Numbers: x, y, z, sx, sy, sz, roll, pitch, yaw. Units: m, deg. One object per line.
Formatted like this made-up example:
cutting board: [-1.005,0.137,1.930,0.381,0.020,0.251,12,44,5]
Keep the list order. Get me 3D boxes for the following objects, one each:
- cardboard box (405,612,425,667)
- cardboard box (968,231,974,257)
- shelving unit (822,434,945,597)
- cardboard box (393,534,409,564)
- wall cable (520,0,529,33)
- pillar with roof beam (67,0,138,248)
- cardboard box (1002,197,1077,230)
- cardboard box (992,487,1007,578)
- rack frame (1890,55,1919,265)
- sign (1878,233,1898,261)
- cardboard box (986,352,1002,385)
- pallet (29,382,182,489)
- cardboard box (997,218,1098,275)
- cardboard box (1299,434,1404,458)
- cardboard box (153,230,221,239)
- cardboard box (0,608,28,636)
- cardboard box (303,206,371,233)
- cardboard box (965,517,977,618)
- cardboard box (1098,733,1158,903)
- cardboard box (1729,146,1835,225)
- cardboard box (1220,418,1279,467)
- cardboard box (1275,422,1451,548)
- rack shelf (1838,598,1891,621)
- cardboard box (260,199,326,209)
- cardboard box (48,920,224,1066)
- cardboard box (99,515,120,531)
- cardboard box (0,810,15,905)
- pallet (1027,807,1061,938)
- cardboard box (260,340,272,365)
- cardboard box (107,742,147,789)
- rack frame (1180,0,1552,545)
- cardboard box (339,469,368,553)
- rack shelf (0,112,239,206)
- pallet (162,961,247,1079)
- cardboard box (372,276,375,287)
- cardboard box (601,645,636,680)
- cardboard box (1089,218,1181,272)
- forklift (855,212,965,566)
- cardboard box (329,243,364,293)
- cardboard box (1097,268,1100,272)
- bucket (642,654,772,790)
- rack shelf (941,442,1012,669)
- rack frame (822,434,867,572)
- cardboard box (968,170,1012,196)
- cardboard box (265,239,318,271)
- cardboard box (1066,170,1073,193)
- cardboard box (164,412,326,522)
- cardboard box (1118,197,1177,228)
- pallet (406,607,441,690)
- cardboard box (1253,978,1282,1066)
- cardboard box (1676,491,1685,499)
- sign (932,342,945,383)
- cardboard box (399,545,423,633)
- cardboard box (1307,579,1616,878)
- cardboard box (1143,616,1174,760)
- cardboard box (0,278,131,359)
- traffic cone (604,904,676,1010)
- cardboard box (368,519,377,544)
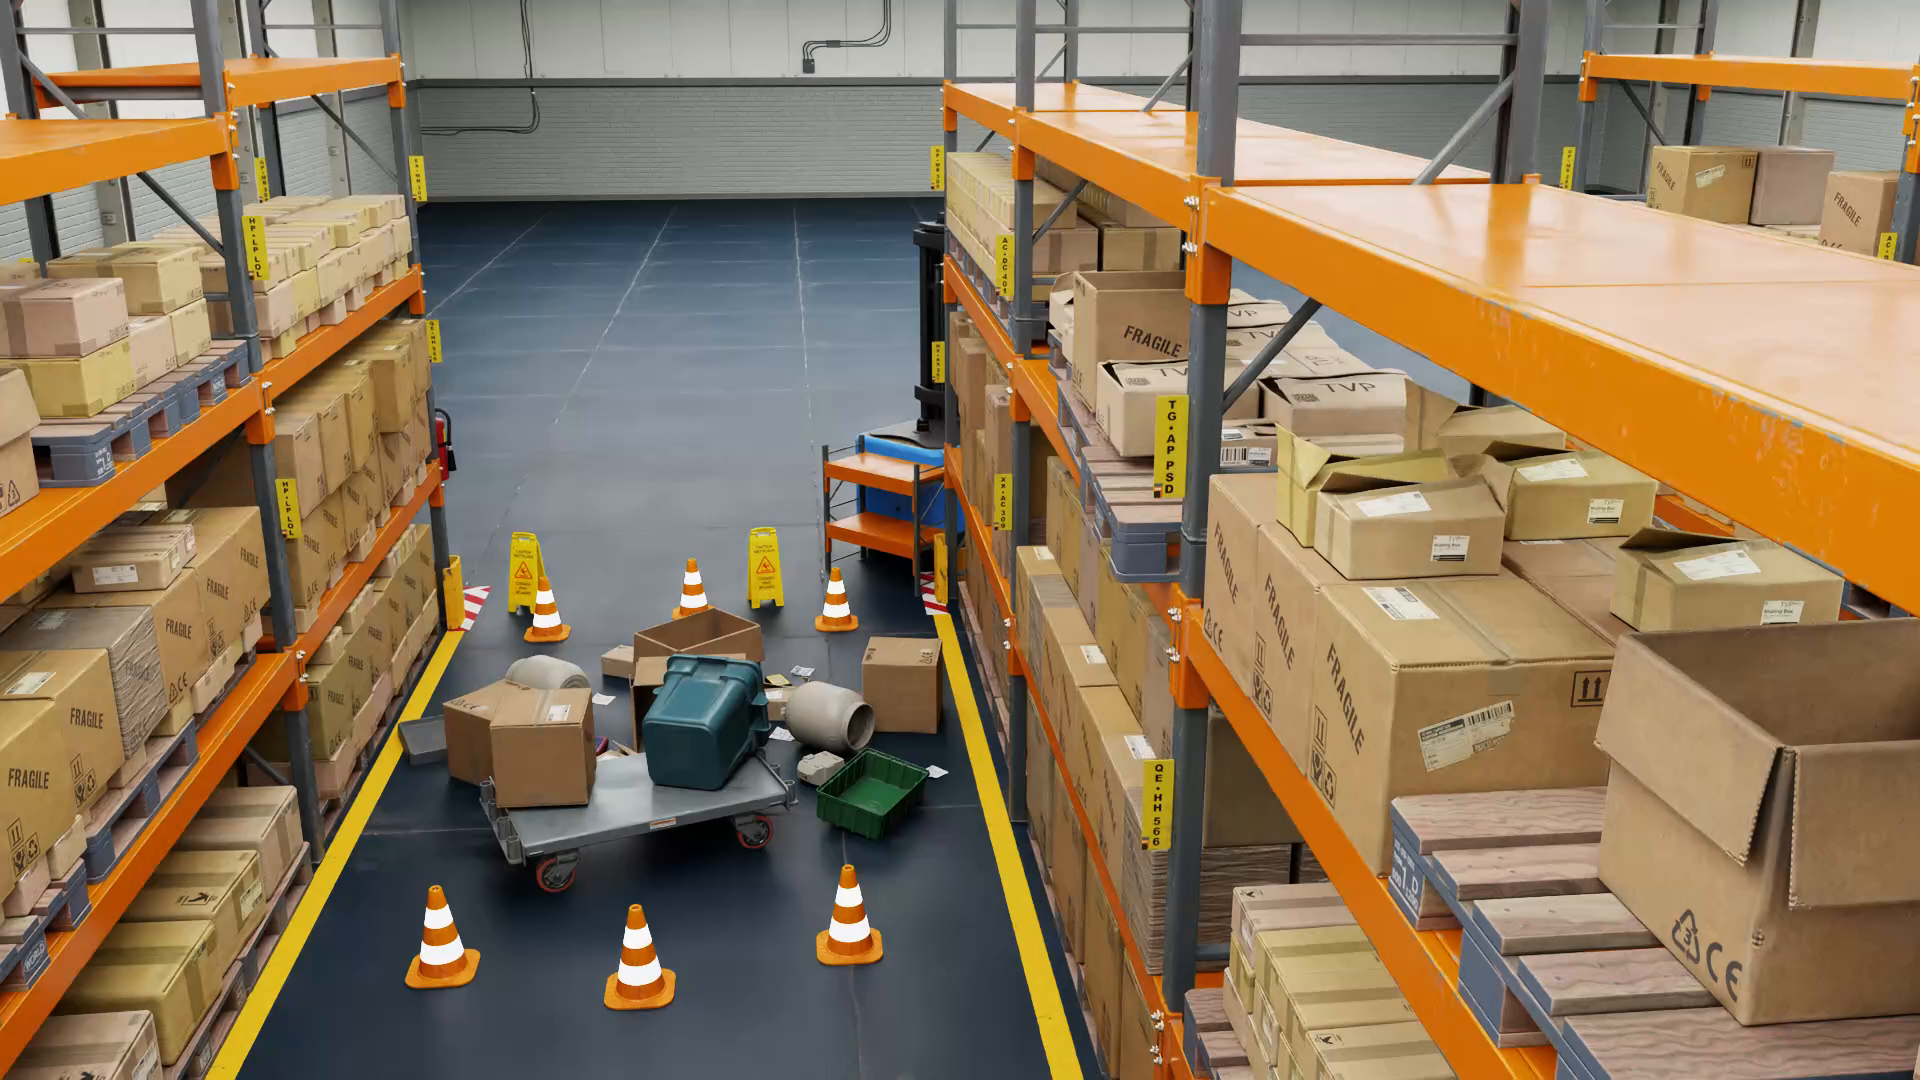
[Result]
cardboard box: [-4.135,0.711,11.866,0.500,0.250,0.500,-2,18,-5]
cardboard box: [0.255,-1.966,11.047,0.380,0.149,0.250,-2,18,-5]
shelving unit: [-0.601,-0.223,14.083,1.048,1.125,0.538,14,22,37]
cardboard box: [-4.062,0.070,11.574,0.380,0.149,0.250,-1,17,-5]
wall cable: [-9.685,-14.128,41.981,3.097,2.526,0.112,-2,18,-6]
pillar with roof beam: [-7.249,-6.968,22.422,9.100,9.000,0.400,-2,18,-6]
cardboard box: [0.439,-1.818,9.244,0.380,0.149,0.250,-2,18,-6]
cardboard box: [0.665,-0.123,10.383,0.875,0.550,0.550,-2,18,-6]
rack frame: [5.738,-2.764,9.031,1.000,3.000,0.127,-2,18,-6]
sign: [5.199,-1.560,9.342,0.100,0.325,0.005,-2,18,-6]
cardboard box: [0.637,-0.959,11.245,0.875,0.550,0.500,-2,18,-6]
pallet: [-4.051,-0.441,6.953,1.213,0.211,1.003,-2,18,-6]
cardboard box: [0.488,-1.667,9.430,0.500,0.250,0.500,-2,18,-6]
cardboard box: [1.331,-0.251,5.584,0.380,0.149,0.250,-2,18,-8]
cardboard box: [-4.570,-1.759,9.927,0.380,0.149,0.250,-2,17,-5]
cardboard box: [-4.203,0.613,6.926,0.500,0.500,0.500,-2,18,-8]
cardboard box: [-4.195,-2.157,11.192,0.380,0.149,0.250,-2,18,-5]
cardboard box: [0.517,0.043,12.951,0.875,0.875,0.875,-2,18,-5]
cardboard box: [0.843,1.091,6.600,0.500,0.500,0.500,-2,18,-6]
cardboard box: [5.737,-2.499,11.695,0.500,0.500,0.500,-2,18,-6]
cardboard box: [0.926,-0.326,5.795,0.380,0.166,0.250,-2,18,-6]
cardboard box: [1.027,-0.148,4.262,0.396,0.266,0.258,-2,18,-6]
rack shelf: [5.944,1.037,8.139,1.077,0.370,4.000,-2,18,-6]
cardboard box: [-4.656,-2.292,11.624,0.380,0.149,0.250,-2,18,-6]
cardboard box: [-3.911,2.035,7.446,0.950,0.372,0.625,-1,17,-4]
cardboard box: [-4.422,-0.144,8.253,0.380,0.149,0.250,-2,18,-6]
cardboard box: [-3.523,1.065,5.485,0.500,0.500,0.500,-2,18,-7]
pallet: [0.949,1.779,9.230,1.003,0.211,1.213,-2,18,-6]
cardboard box: [-3.905,-1.008,8.866,0.380,0.149,0.250,-2,18,-6]
cardboard box: [-3.674,0.930,6.998,0.380,0.149,0.250,-1,17,-4]
rack frame: [1.207,-1.449,4.842,1.000,3.000,0.127,-2,18,-6]
cardboard box: [-4.001,-0.224,10.291,0.500,0.500,0.500,-2,18,-6]
rack shelf: [-3.913,-1.328,6.325,1.077,0.370,4.000,-2,18,-6]
pallet: [-3.908,2.331,7.473,1.003,0.211,1.213,-2,18,-6]
cardboard box: [-4.205,-1.770,11.292,0.380,0.149,0.250,-2,18,-5]
cardboard box: [-2.387,0.901,12.133,0.380,0.149,0.250,8,19,23]
cardboard box: [1.022,-1.682,9.479,0.500,0.250,0.500,-2,18,-5]
forklift: [0.417,-1.539,15.258,1.130,2.935,3.031,15,23,39]
cardboard box: [-4.047,-1.690,10.371,0.500,0.250,0.500,-2,18,-5]
cardboard box: [1.016,-1.683,10.147,0.380,0.149,0.250,-2,18,-7]
bucket: [-1.513,1.089,9.702,0.726,0.611,0.620,4,28,13]
rack shelf: [0.588,-0.031,11.543,1.077,0.370,4.000,-2,18,-6]
rack frame: [-0.996,-0.319,14.389,0.032,1.125,0.500,14,22,37]
cardboard box: [0.256,-2.346,10.927,0.380,0.149,0.250,-2,17,-5]
cardboard box: [-3.901,-1.626,9.501,0.380,0.149,0.250,-2,18,-6]
cardboard box: [0.911,-2.366,10.990,0.380,0.149,0.250,-2,18,-5]
cardboard box: [-3.949,-0.400,9.184,0.700,0.500,0.500,-2,18,-6]
cardboard box: [1.095,-1.837,9.307,0.380,0.149,0.250,-2,18,-5]
pallet: [-4.475,0.809,12.321,1.003,0.211,1.213,-2,18,-6]
cardboard box: [1.087,1.422,4.935,0.380,0.149,0.250,-1,17,-3]
cardboard box: [5.334,-0.361,11.812,0.380,0.149,0.250,-2,18,-6]
sign: [-0.171,-1.406,13.143,0.100,0.325,0.005,-2,18,-6]
cardboard box: [-4.132,0.352,11.757,0.500,0.500,0.500,-1,17,-4]
cardboard box: [1.116,0.410,3.761,0.500,0.500,0.500,-2,18,-6]
cardboard box: [1.117,0.604,6.483,0.700,0.500,0.500,-2,18,-6]
cardboard box: [-3.805,-0.922,6.886,0.500,0.250,0.500,-1,17,-5]
traffic cone: [-1.574,1.996,8.118,0.336,0.463,0.334,-2,18,-6]
cardboard box: [-4.009,-0.035,10.773,0.380,0.149,0.250,-2,18,-6]
